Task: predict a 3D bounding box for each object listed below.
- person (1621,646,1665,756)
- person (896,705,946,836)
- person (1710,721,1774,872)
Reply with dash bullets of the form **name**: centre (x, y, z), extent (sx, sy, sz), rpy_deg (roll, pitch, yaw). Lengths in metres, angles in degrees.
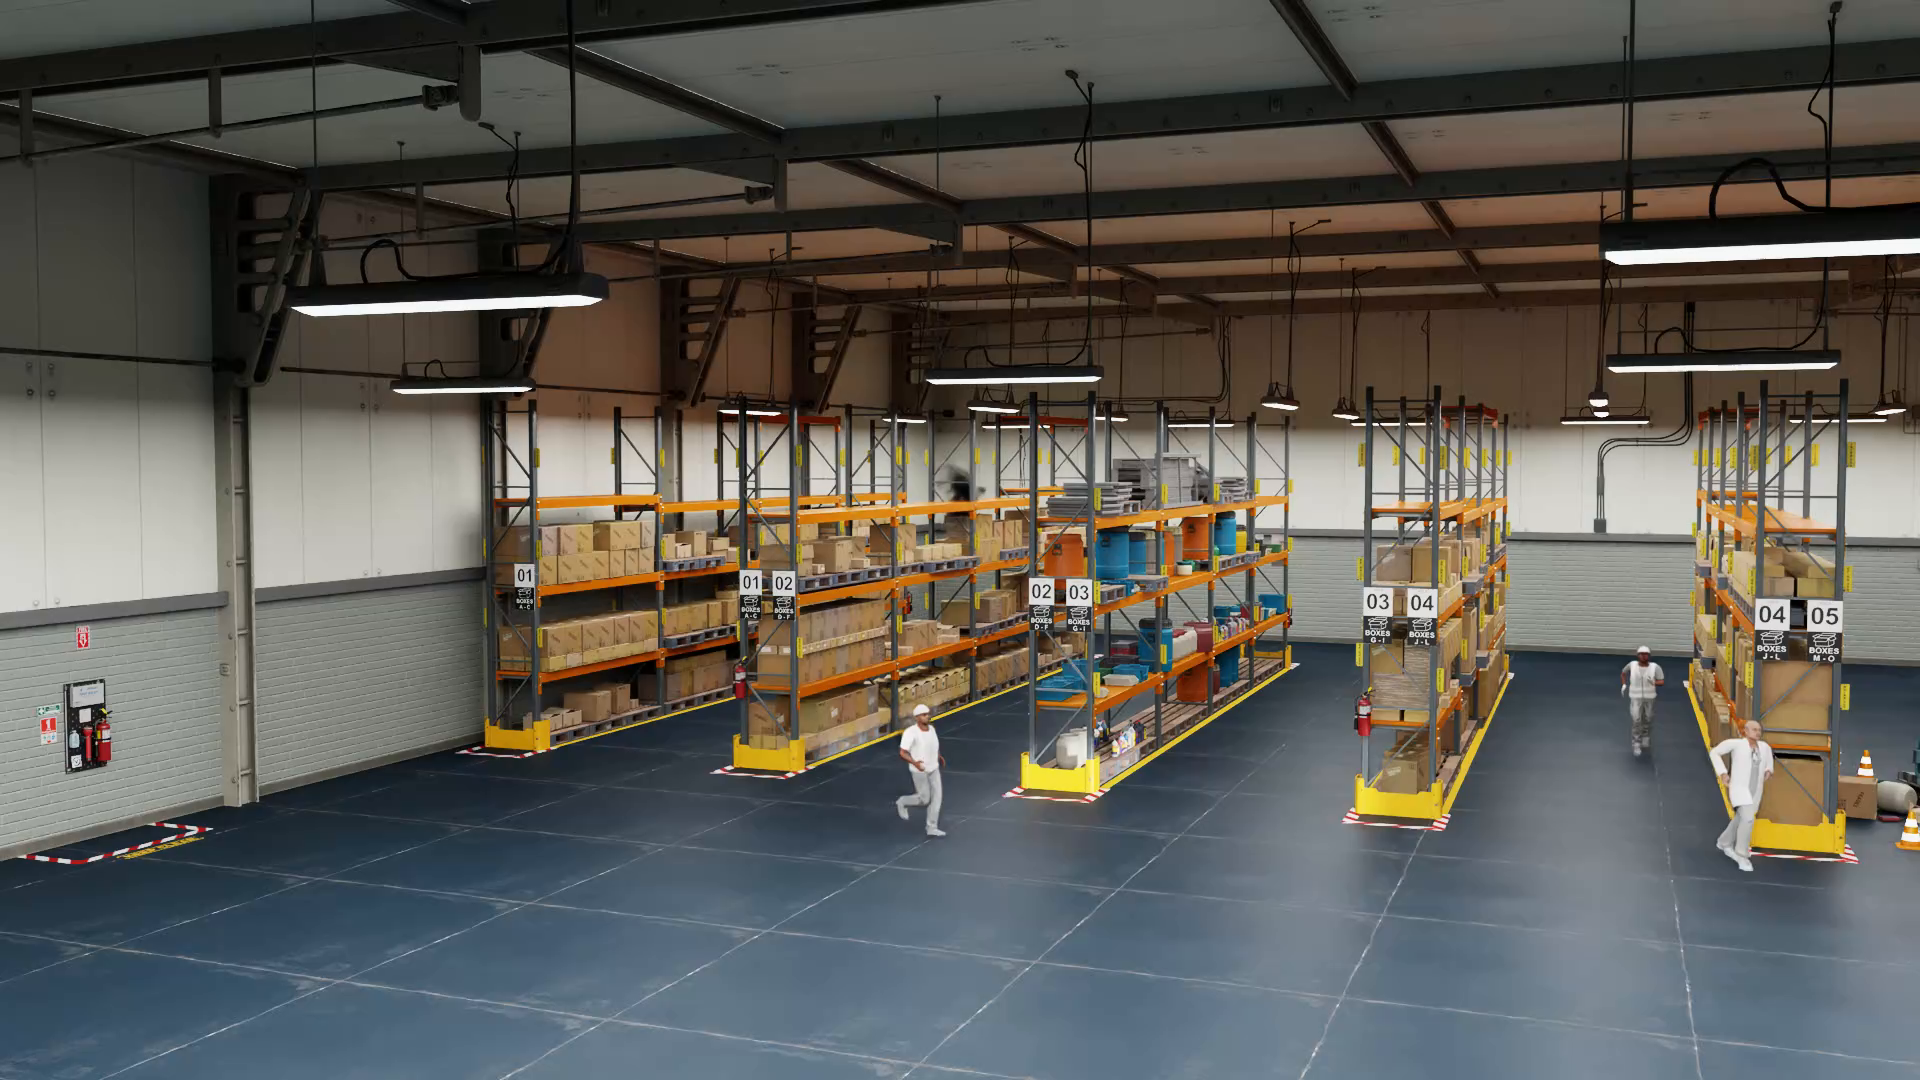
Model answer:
- **person**: centre (11.570, 2.693, 28.182), extent (0.673, 1.800, 0.942), rpy_deg (1, 3, 19)
- **person**: centre (-0.478, 3.055, 22.153), extent (0.712, 1.733, 0.832), rpy_deg (-3, 4, -44)
- **person**: centre (9.686, 3.124, 20.538), extent (0.693, 1.815, 0.847), rpy_deg (0, 3, -10)
